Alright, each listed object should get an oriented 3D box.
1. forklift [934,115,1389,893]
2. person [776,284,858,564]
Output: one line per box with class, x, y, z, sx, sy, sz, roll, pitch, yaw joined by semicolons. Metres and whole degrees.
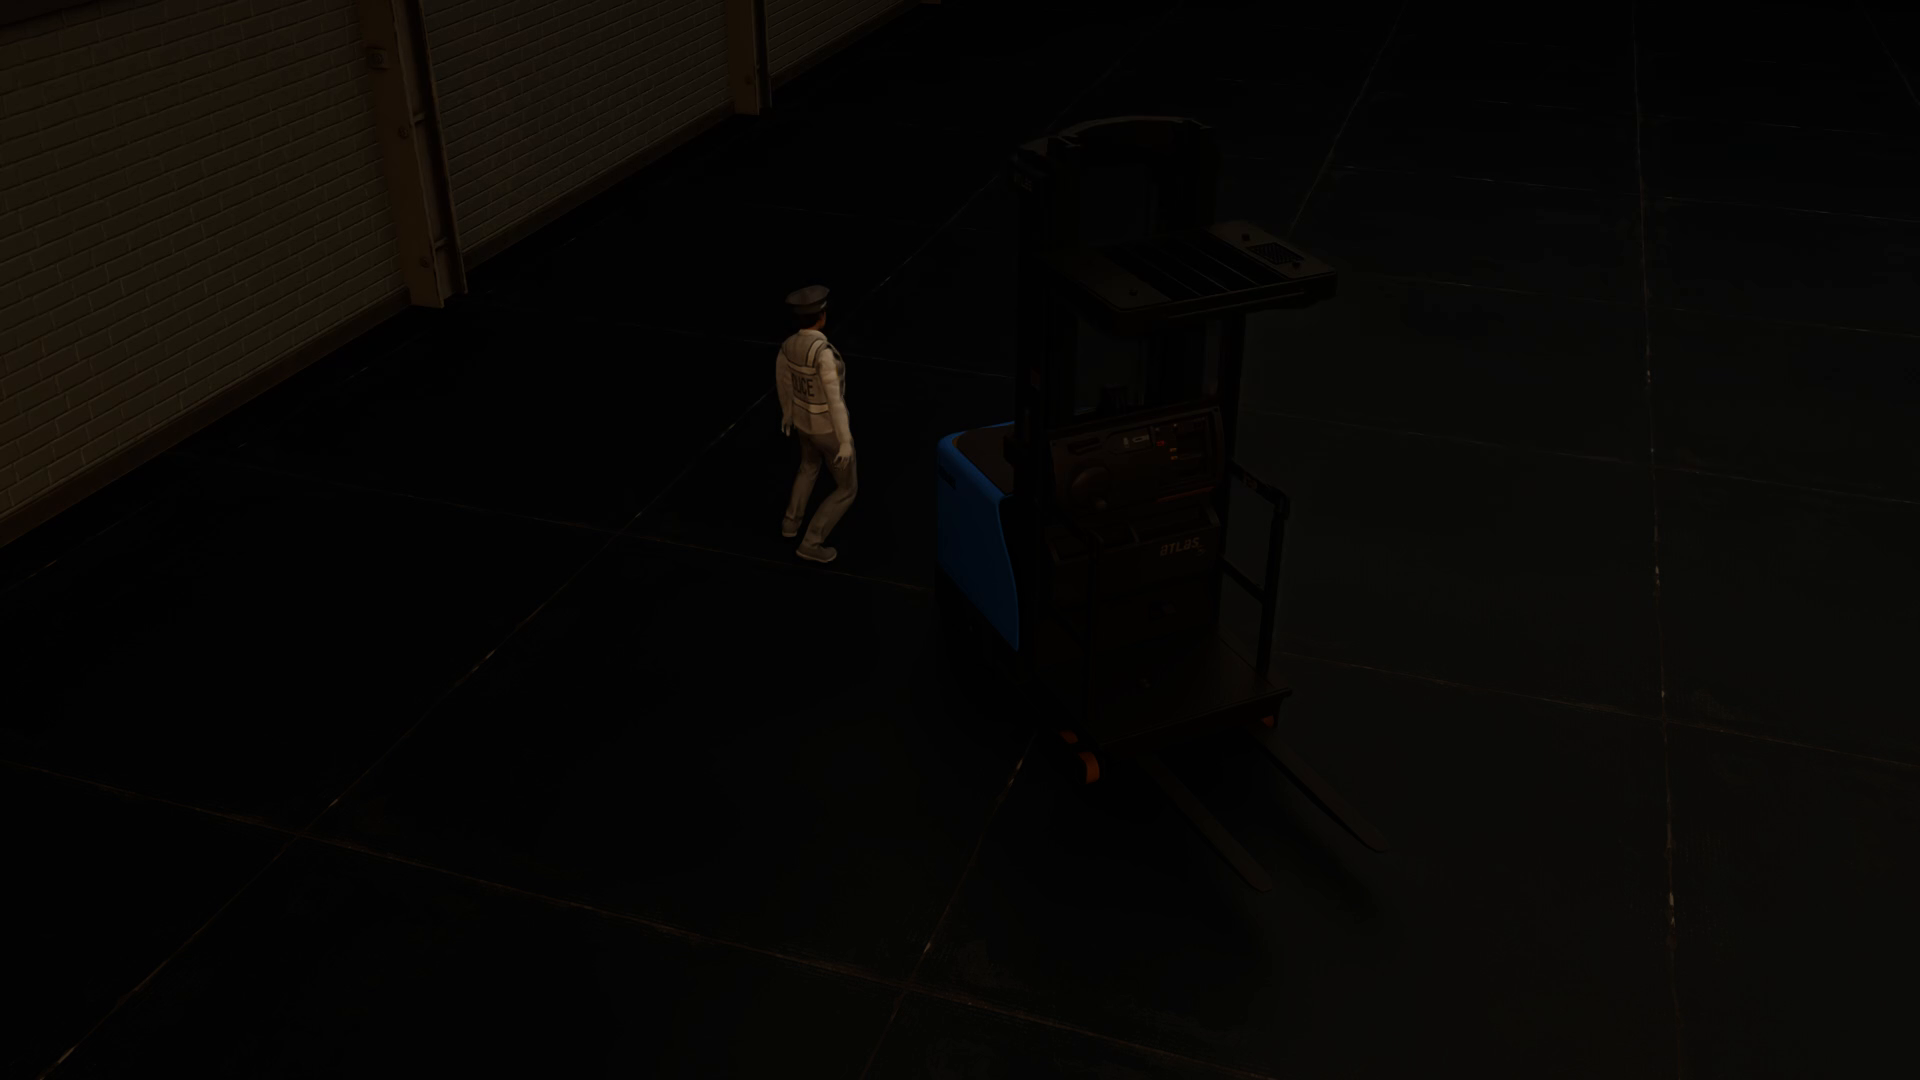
forklift;0.939;-0.338;7.729;1.130;2.935;3.031;-13;32;-22
person;-0.858;-0.645;9.633;0.457;1.595;0.815;-20;35;-31
